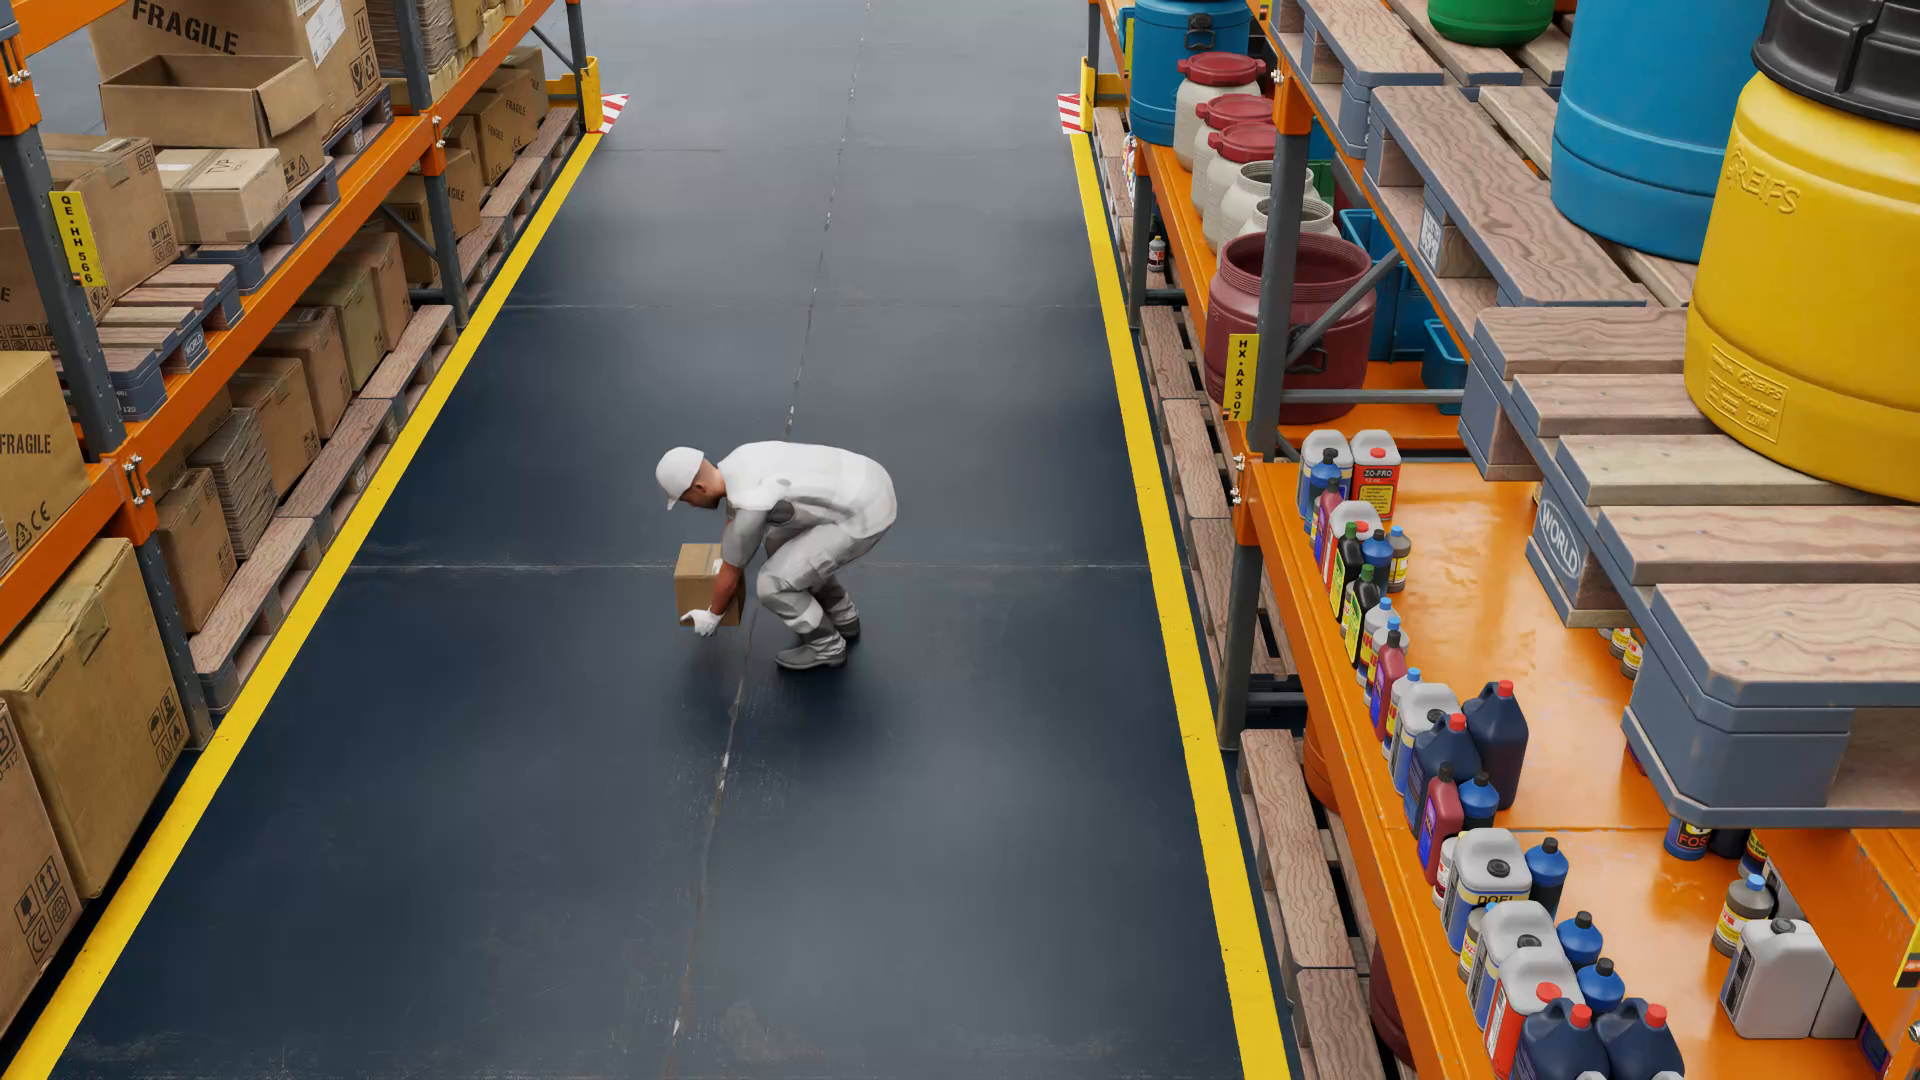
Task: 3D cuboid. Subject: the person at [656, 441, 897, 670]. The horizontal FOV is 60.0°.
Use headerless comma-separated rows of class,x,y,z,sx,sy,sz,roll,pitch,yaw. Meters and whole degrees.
person,-0.727,0.043,6.813,0.949,0.988,0.527,-1,31,-2
